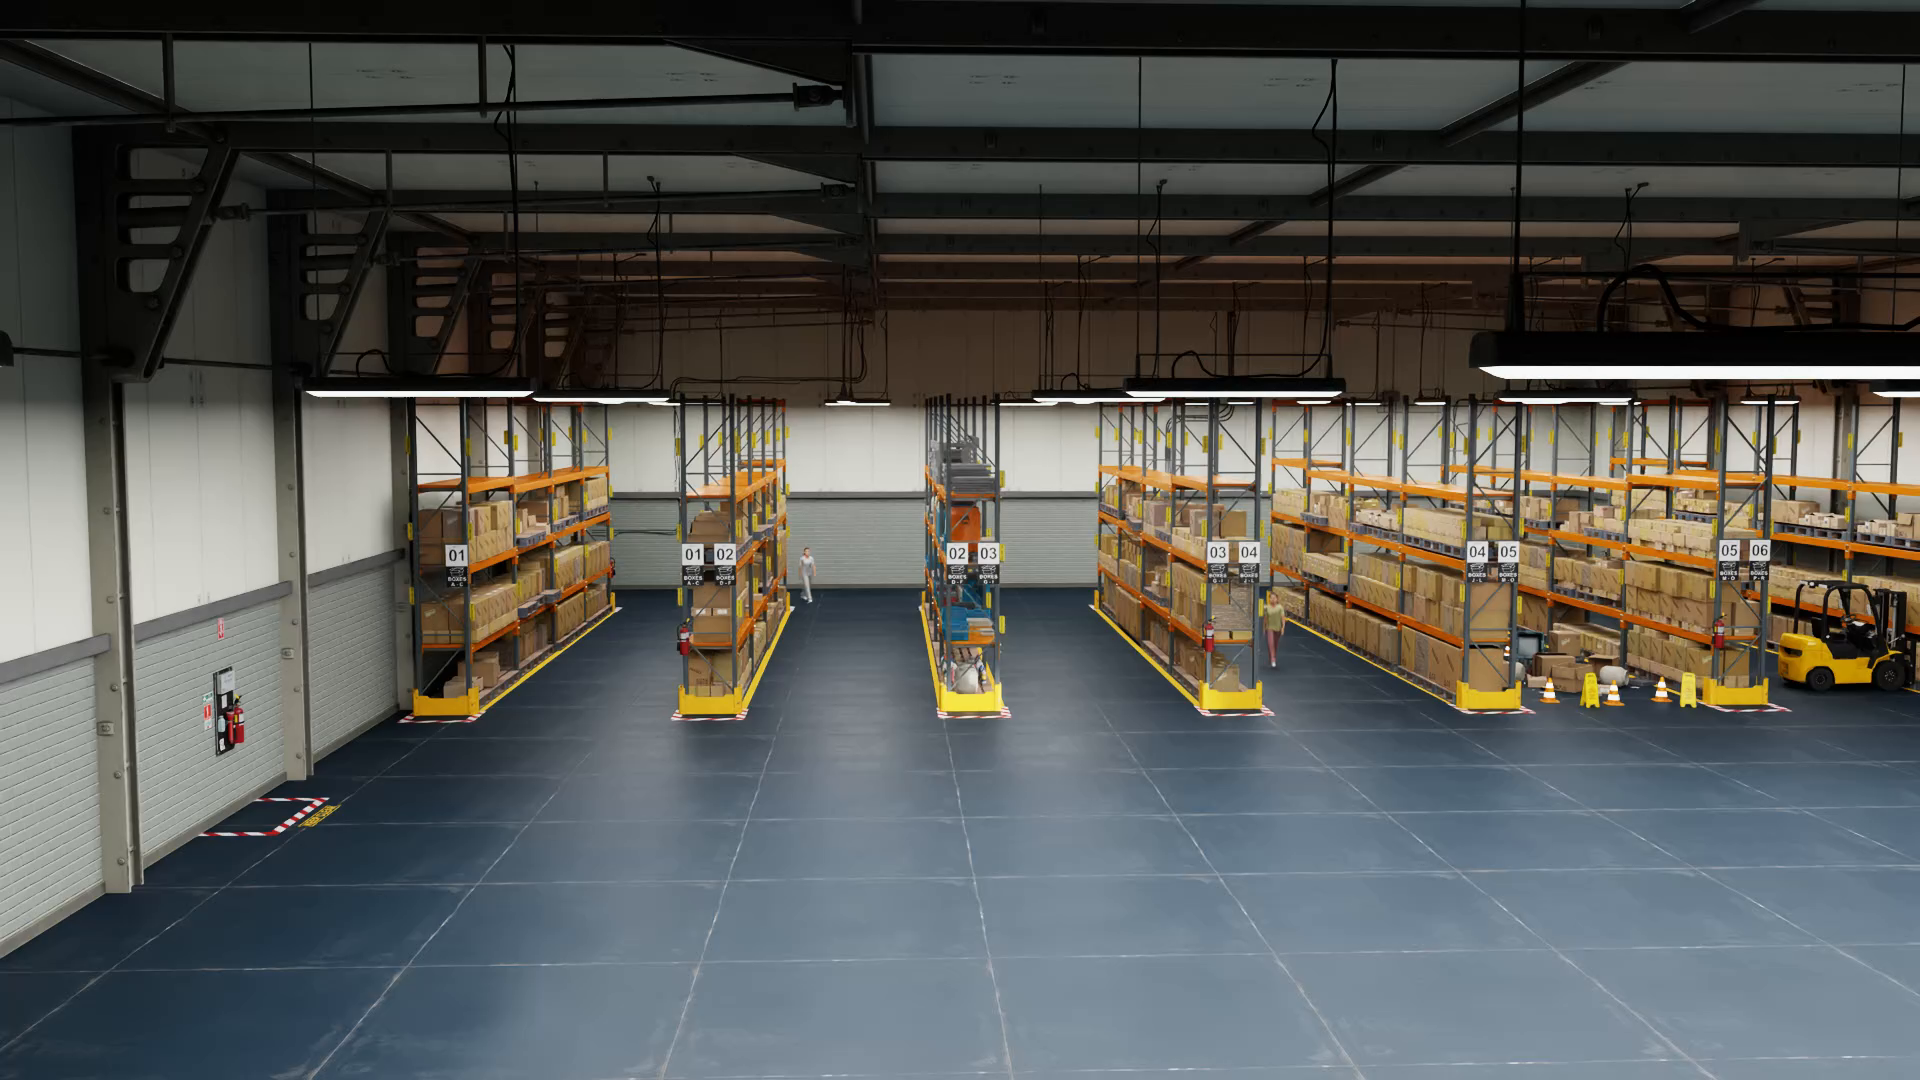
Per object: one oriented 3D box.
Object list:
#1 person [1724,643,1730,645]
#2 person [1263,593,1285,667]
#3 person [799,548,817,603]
[{"bbox_3d":[16.655,2.010,36.269,0.620,1.726,0.654,-2,5,-21],"label":"person"},{"bbox_3d":[7.004,1.984,36.968,0.441,1.599,1.064,0,5,0],"label":"person"},{"bbox_3d":[-4.516,1.022,49.082,0.458,1.607,1.106,-3,5,-30],"label":"person"}]
